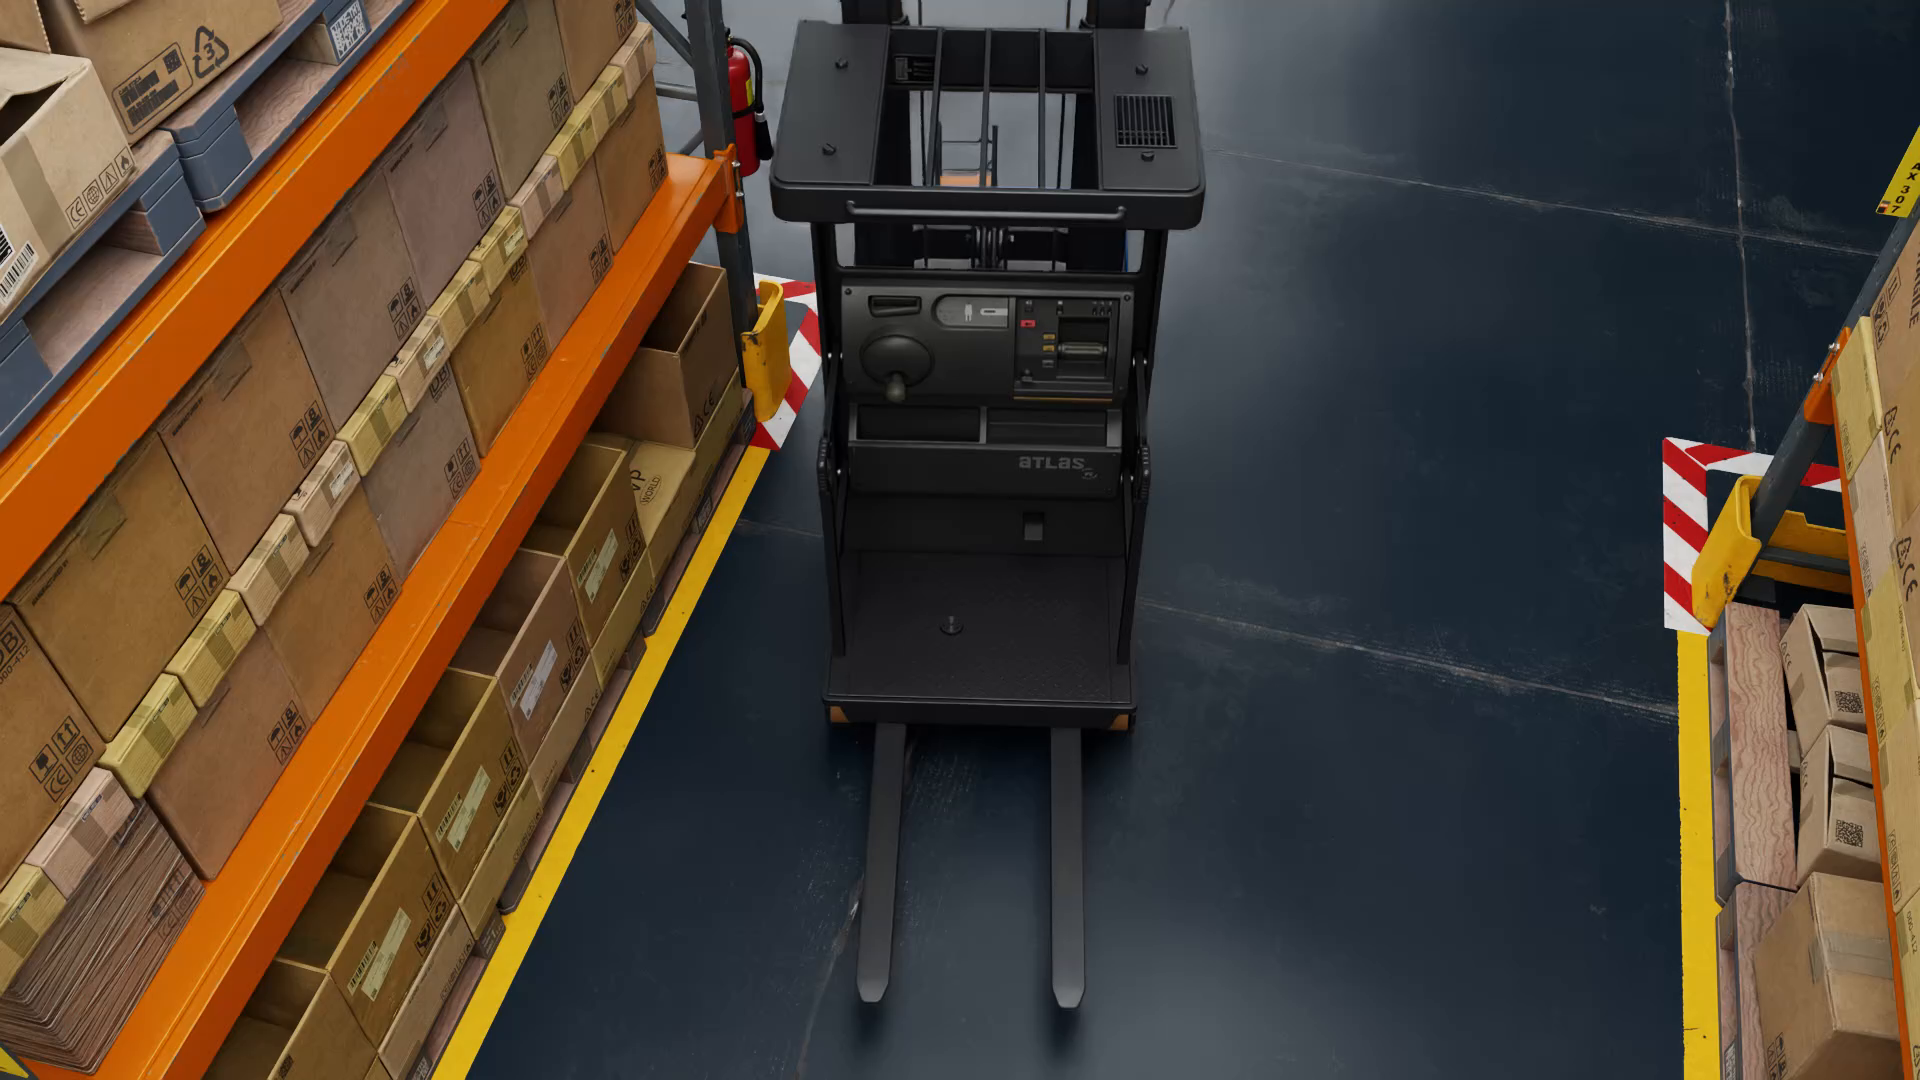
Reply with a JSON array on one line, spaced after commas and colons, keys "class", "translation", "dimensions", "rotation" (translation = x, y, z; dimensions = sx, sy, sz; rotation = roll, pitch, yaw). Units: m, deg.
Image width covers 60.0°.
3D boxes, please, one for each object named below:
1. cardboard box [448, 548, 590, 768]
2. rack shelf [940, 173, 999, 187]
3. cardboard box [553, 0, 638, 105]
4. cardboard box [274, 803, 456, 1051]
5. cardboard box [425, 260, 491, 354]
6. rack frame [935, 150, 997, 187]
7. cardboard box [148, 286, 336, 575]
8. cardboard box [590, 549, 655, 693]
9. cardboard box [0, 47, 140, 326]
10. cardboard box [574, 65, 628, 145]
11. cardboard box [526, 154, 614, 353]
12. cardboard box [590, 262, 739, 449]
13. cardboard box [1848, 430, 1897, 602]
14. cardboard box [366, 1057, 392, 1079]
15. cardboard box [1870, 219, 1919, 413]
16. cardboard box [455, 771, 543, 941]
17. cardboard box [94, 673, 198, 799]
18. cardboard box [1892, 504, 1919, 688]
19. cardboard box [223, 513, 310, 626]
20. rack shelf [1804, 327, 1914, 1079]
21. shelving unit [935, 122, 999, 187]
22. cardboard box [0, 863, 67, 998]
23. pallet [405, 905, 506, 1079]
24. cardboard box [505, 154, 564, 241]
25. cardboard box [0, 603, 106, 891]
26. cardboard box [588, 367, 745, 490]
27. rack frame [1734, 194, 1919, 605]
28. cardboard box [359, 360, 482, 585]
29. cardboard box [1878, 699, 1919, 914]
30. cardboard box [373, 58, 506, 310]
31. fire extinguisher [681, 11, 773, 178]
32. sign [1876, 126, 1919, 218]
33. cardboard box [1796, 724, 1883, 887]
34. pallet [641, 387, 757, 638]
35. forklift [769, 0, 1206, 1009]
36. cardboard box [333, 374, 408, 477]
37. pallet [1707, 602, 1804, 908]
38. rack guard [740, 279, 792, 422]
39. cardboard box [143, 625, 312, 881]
[{"class": "cardboard box", "translation": [-1.573, 0.351, 5.413], "dimensions": [0.500, 0.500, 0.500], "rotation": [12, 50, 10]}, {"class": "rack shelf", "translation": [0.026, -1.376, 6.663], "dimensions": [0.258, 0.103, 0.180], "rotation": [1, 49, 1]}, {"class": "cardboard box", "translation": [-1.486, -1.795, 5.321], "dimensions": [0.700, 0.500, 0.500], "rotation": [12, 50, 10]}, {"class": "cardboard box", "translation": [-1.842, 1.073, 4.775], "dimensions": [0.500, 0.500, 0.500], "rotation": [12, 50, 10]}, {"class": "cardboard box", "translation": [-1.593, -0.703, 4.790], "dimensions": [0.380, 0.149, 0.250], "rotation": [13, 50, 11]}, {"class": "rack frame", "translation": [0.022, -1.099, 6.839], "dimensions": [0.240, 1.200, 0.006], "rotation": [1, 49, 1]}, {"class": "cardboard box", "translation": [-2.015, -0.326, 4.024], "dimensions": [0.700, 0.500, 0.500], "rotation": [12, 50, 10]}, {"class": "cardboard box", "translation": [-1.443, 0.237, 6.013], "dimensions": [0.500, 0.250, 0.500], "rotation": [12, 50, 10]}, {"class": "cardboard box", "translation": [-1.861, -0.664, 2.940], "dimensions": [0.500, 0.311, 0.500], "rotation": [9, 49, 8]}, {"class": "cardboard box", "translation": [-1.321, -1.451, 5.449], "dimensions": [0.380, 0.149, 0.250], "rotation": [13, 50, 11]}, {"class": "cardboard box", "translation": [-1.606, -1.024, 5.505], "dimensions": [0.700, 0.500, 0.500], "rotation": [13, 50, 11]}, {"class": "cardboard box", "translation": [-1.191, -0.737, 6.372], "dimensions": [0.500, 0.500, 0.500], "rotation": [12, 50, 10]}, {"class": "cardboard box", "translation": [2.885, -0.020, 4.772], "dimensions": [0.500, 0.250, 0.500], "rotation": [10, 49, 9]}, {"class": "cardboard box", "translation": [-1.975, 1.682, 4.737], "dimensions": [0.500, 0.250, 0.500], "rotation": [12, 50, 10]}, {"class": "cardboard box", "translation": [3.027, -0.651, 4.829], "dimensions": [0.500, 0.500, 0.500], "rotation": [12, 50, 10]}, {"class": "cardboard box", "translation": [-1.702, 0.961, 5.374], "dimensions": [0.500, 0.250, 0.500], "rotation": [12, 50, 10]}, {"class": "cardboard box", "translation": [-2.000, 0.414, 3.803], "dimensions": [0.380, 0.149, 0.250], "rotation": [10, 49, 9]}, {"class": "cardboard box", "translation": [2.746, 0.077, 4.187], "dimensions": [0.500, 0.500, 0.500], "rotation": [10, 49, 9]}, {"class": "cardboard box", "translation": [-1.864, 0.044, 4.130], "dimensions": [0.380, 0.149, 0.250], "rotation": [10, 49, 9]}, {"class": "rack shelf", "translation": [2.917, 0.953, 4.307], "dimensions": [1.077, 0.370, 4.000], "rotation": [12, 50, 10]}, {"class": "shelving unit", "translation": [0.026, -1.168, 6.899], "dimensions": [0.258, 1.200, 0.189], "rotation": [1, 49, 1]}, {"class": "cardboard box", "translation": [-2.132, 0.783, 3.478], "dimensions": [0.380, 0.149, 0.250], "rotation": [11, 50, 10]}, {"class": "pallet", "translation": [-2.140, 1.543, 5.167], "dimensions": [1.003, 0.211, 1.213], "rotation": [12, 50, 10]}, {"class": "cardboard box", "translation": [-1.457, -1.084, 5.126], "dimensions": [0.380, 0.149, 0.250], "rotation": [12, 50, 11]}, {"class": "cardboard box", "translation": [-2.279, 0.402, 3.381], "dimensions": [0.700, 0.500, 0.500], "rotation": [12, 50, 10]}, {"class": "cardboard box", "translation": [-1.193, -0.489, 6.654], "dimensions": [0.500, 0.250, 0.500], "rotation": [12, 50, 10]}, {"class": "rack frame", "translation": [3.443, -0.732, 5.314], "dimensions": [1.000, 3.000, 0.127], "rotation": [12, 50, 10]}, {"class": "cardboard box", "translation": [-1.877, -0.284, 4.852], "dimensions": [0.700, 0.500, 0.500], "rotation": [13, 50, 11]}, {"class": "cardboard box", "translation": [2.610, 0.713, 4.126], "dimensions": [0.500, 0.250, 0.500], "rotation": [12, 50, 10]}, {"class": "cardboard box", "translation": [-1.751, -1.049, 4.662], "dimensions": [0.700, 0.500, 0.500], "rotation": [12, 50, 10]}, {"class": "fire extinguisher", "translation": [-0.858, -1.675, 6.198], "dimensions": [0.296, 0.674, 0.183], "rotation": [12, 50, 10]}, {"class": "sign", "translation": [2.920, -1.125, 5.084], "dimensions": [0.100, 0.325, 0.005], "rotation": [12, 50, 10]}, {"class": "cardboard box", "translation": [3.024, 0.908, 5.367], "dimensions": [0.500, 0.311, 0.500], "rotation": [15, 50, 13]}, {"class": "pallet", "translation": [-1.498, -0.222, 6.724], "dimensions": [1.003, 0.211, 1.213], "rotation": [12, 50, 10]}, {"class": "forklift", "translation": [0.081, -0.528, 5.180], "dimensions": [1.130, 2.935, 3.031], "rotation": [1, 49, 1]}, {"class": "cardboard box", "translation": [-1.728, -0.338, 4.467], "dimensions": [0.380, 0.149, 0.250], "rotation": [11, 50, 10]}, {"class": "pallet", "translation": [3.175, 0.827, 5.798], "dimensions": [1.003, 0.211, 1.213], "rotation": [12, 50, 10]}, {"class": "rack guard", "translation": [-1.331, -0.897, 7.127], "dimensions": [1.175, 0.500, 0.348], "rotation": [12, 50, 10]}, {"class": "cardboard box", "translation": [-2.146, 0.449, 4.205], "dimensions": [0.700, 0.500, 0.500], "rotation": [11, 50, 10]}]
